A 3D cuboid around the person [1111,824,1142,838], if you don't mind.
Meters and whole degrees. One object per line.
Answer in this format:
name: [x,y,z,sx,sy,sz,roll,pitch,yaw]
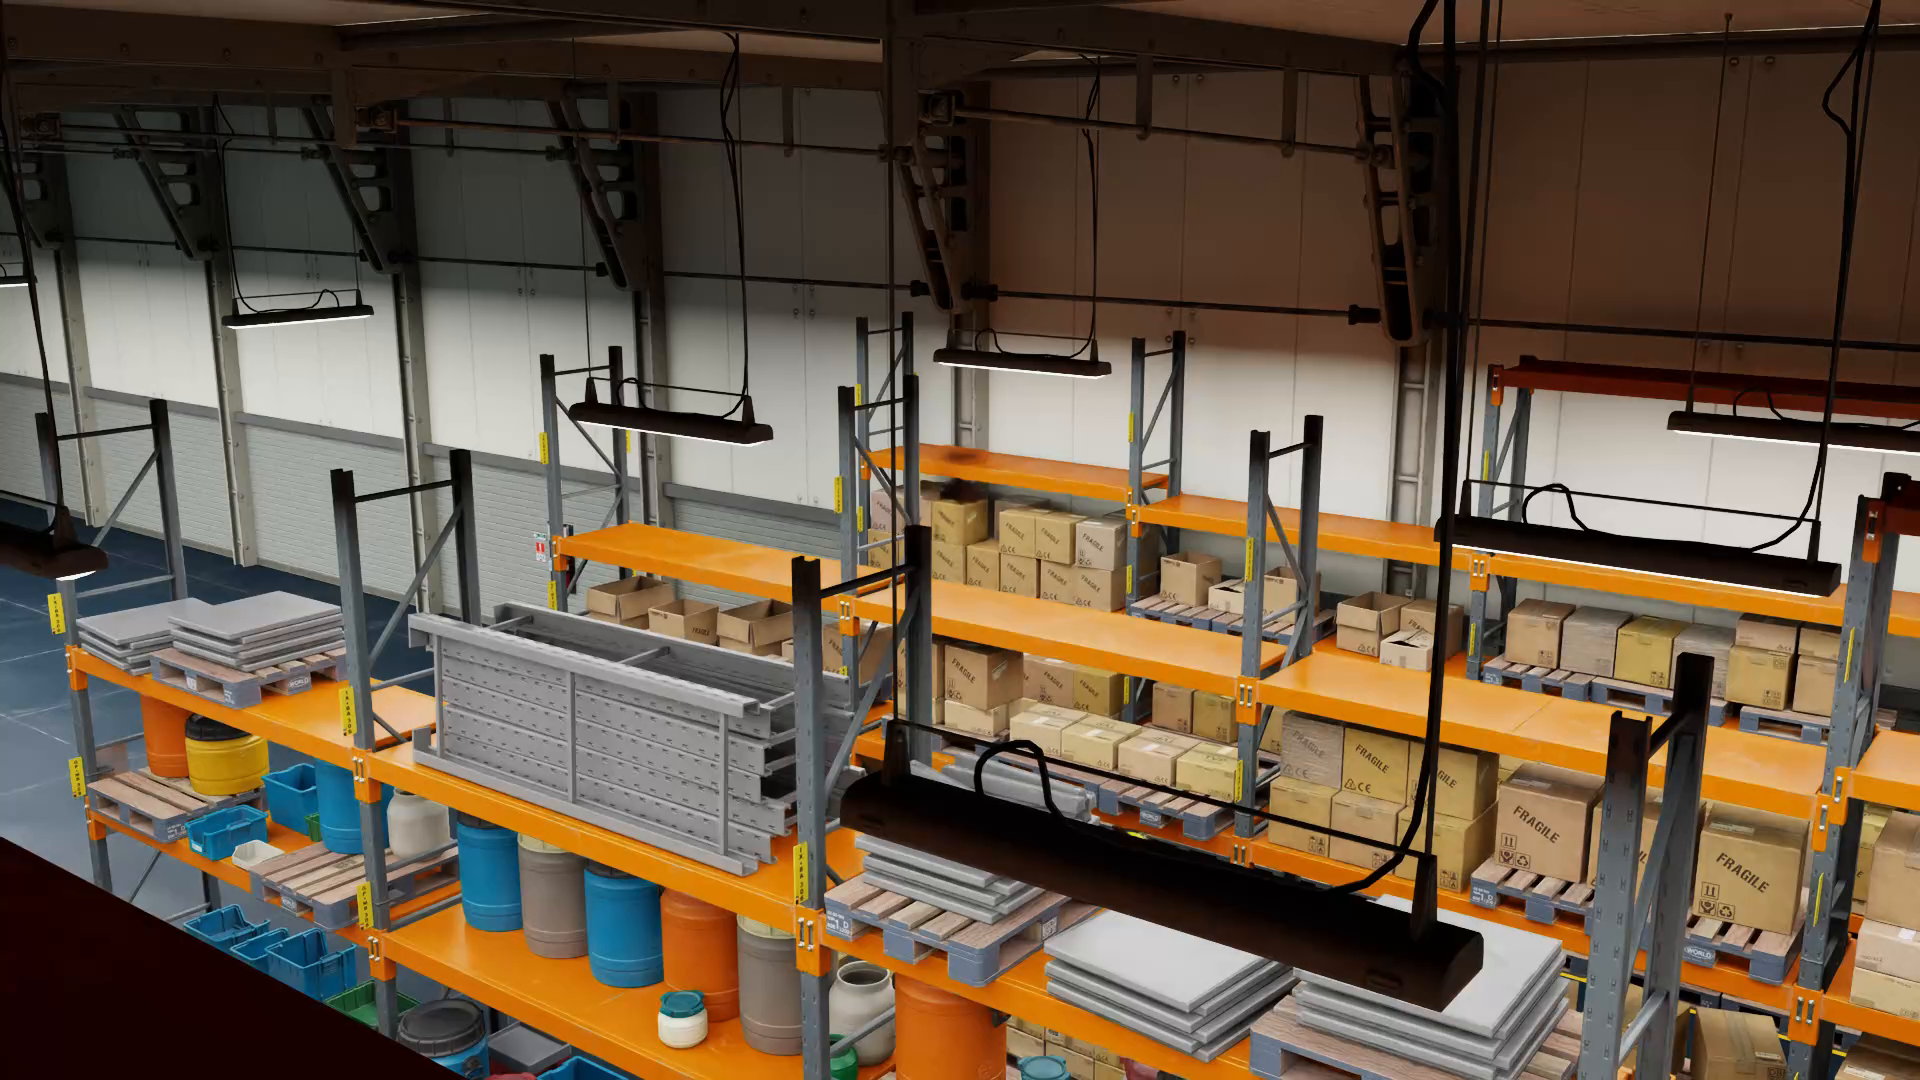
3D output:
person: [1.501,3.450,16.559,1.058,1.715,0.580,9,16,33]
